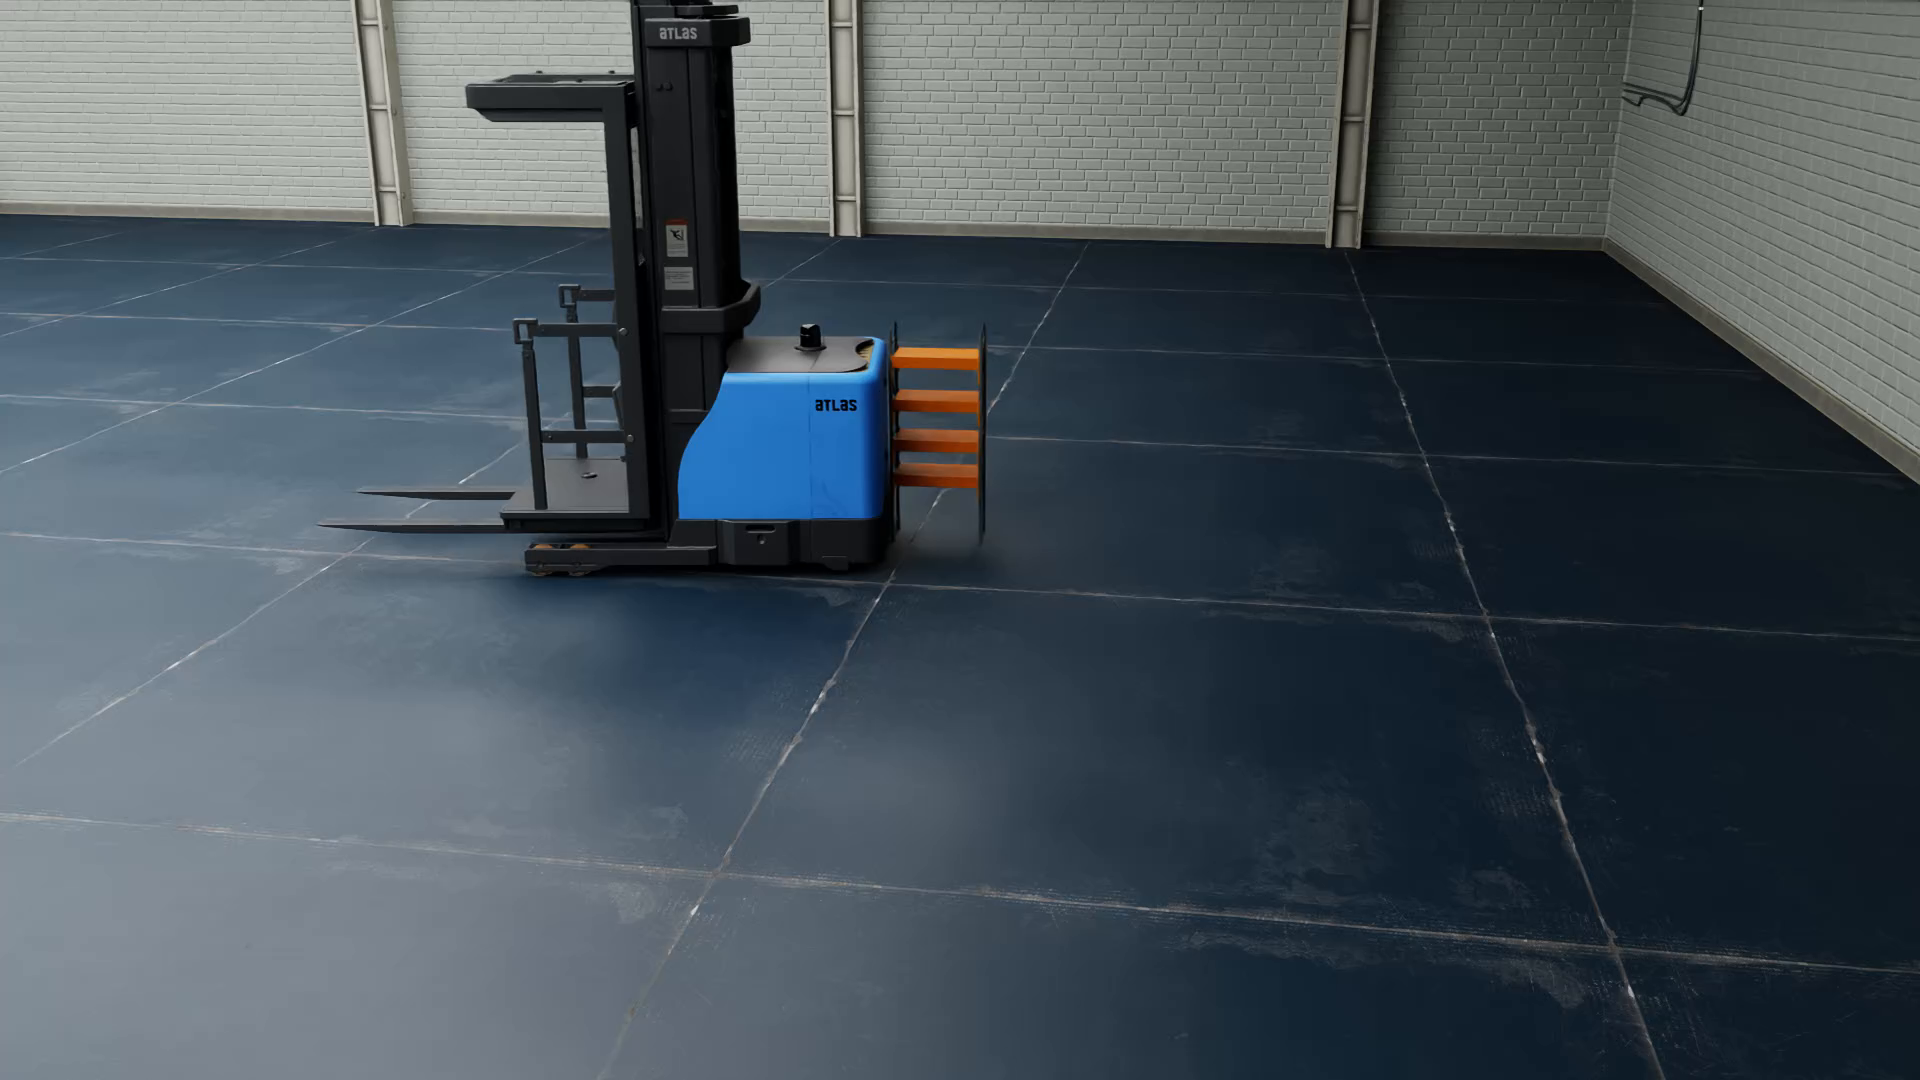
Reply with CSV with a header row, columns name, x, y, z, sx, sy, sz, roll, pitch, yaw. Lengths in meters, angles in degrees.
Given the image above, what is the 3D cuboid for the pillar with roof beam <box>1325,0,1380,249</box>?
name,x,y,z,sx,sy,sz,roll,pitch,yaw
pillar with roof beam,3.855,-6.400,14.249,0.400,9.000,9.100,3,19,9

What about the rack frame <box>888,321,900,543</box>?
name,x,y,z,sx,sy,sz,roll,pitch,yaw
rack frame,-0.363,-0.589,9.171,0.015,1.200,0.240,2,19,6

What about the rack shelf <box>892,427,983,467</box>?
name,x,y,z,sx,sy,sz,roll,pitch,yaw
rack shelf,-0.120,-0.516,9.167,0.480,0.148,0.258,2,19,6

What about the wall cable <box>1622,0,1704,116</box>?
name,x,y,z,sx,sy,sz,roll,pitch,yaw
wall cable,7.237,-5.714,17.092,0.112,2.526,3.097,3,19,9

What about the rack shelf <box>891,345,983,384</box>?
name,x,y,z,sx,sy,sz,roll,pitch,yaw
rack shelf,-0.120,-0.953,9.021,0.480,0.148,0.258,2,19,6

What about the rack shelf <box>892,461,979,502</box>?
name,x,y,z,sx,sy,sz,roll,pitch,yaw
rack shelf,-0.120,-0.328,9.230,0.480,0.148,0.258,2,19,6

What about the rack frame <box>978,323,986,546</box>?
name,x,y,z,sx,sy,sz,roll,pitch,yaw
rack frame,0.122,-0.572,9.121,0.015,1.200,0.240,2,19,6

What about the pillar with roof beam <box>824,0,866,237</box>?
name,x,y,z,sx,sy,sz,roll,pitch,yaw
pillar with roof beam,-2.069,-6.702,15.152,0.400,9.000,9.100,3,19,9

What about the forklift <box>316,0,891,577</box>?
name,x,y,z,sx,sy,sz,roll,pitch,yaw
forklift,-1.913,-1.366,8.768,3.031,2.935,1.130,0,18,0

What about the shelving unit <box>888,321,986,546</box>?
name,x,y,z,sx,sy,sz,roll,pitch,yaw
shelving unit,-0.120,-0.580,9.146,0.503,1.200,0.258,2,19,6

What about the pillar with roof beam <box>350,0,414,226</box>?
name,x,y,z,sx,sy,sz,roll,pitch,yaw
pillar with roof beam,-7.993,-7.004,16.054,0.400,9.000,9.100,3,19,9

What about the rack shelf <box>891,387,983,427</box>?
name,x,y,z,sx,sy,sz,roll,pitch,yaw
rack shelf,-0.120,-0.729,9.097,0.480,0.148,0.258,2,19,6
